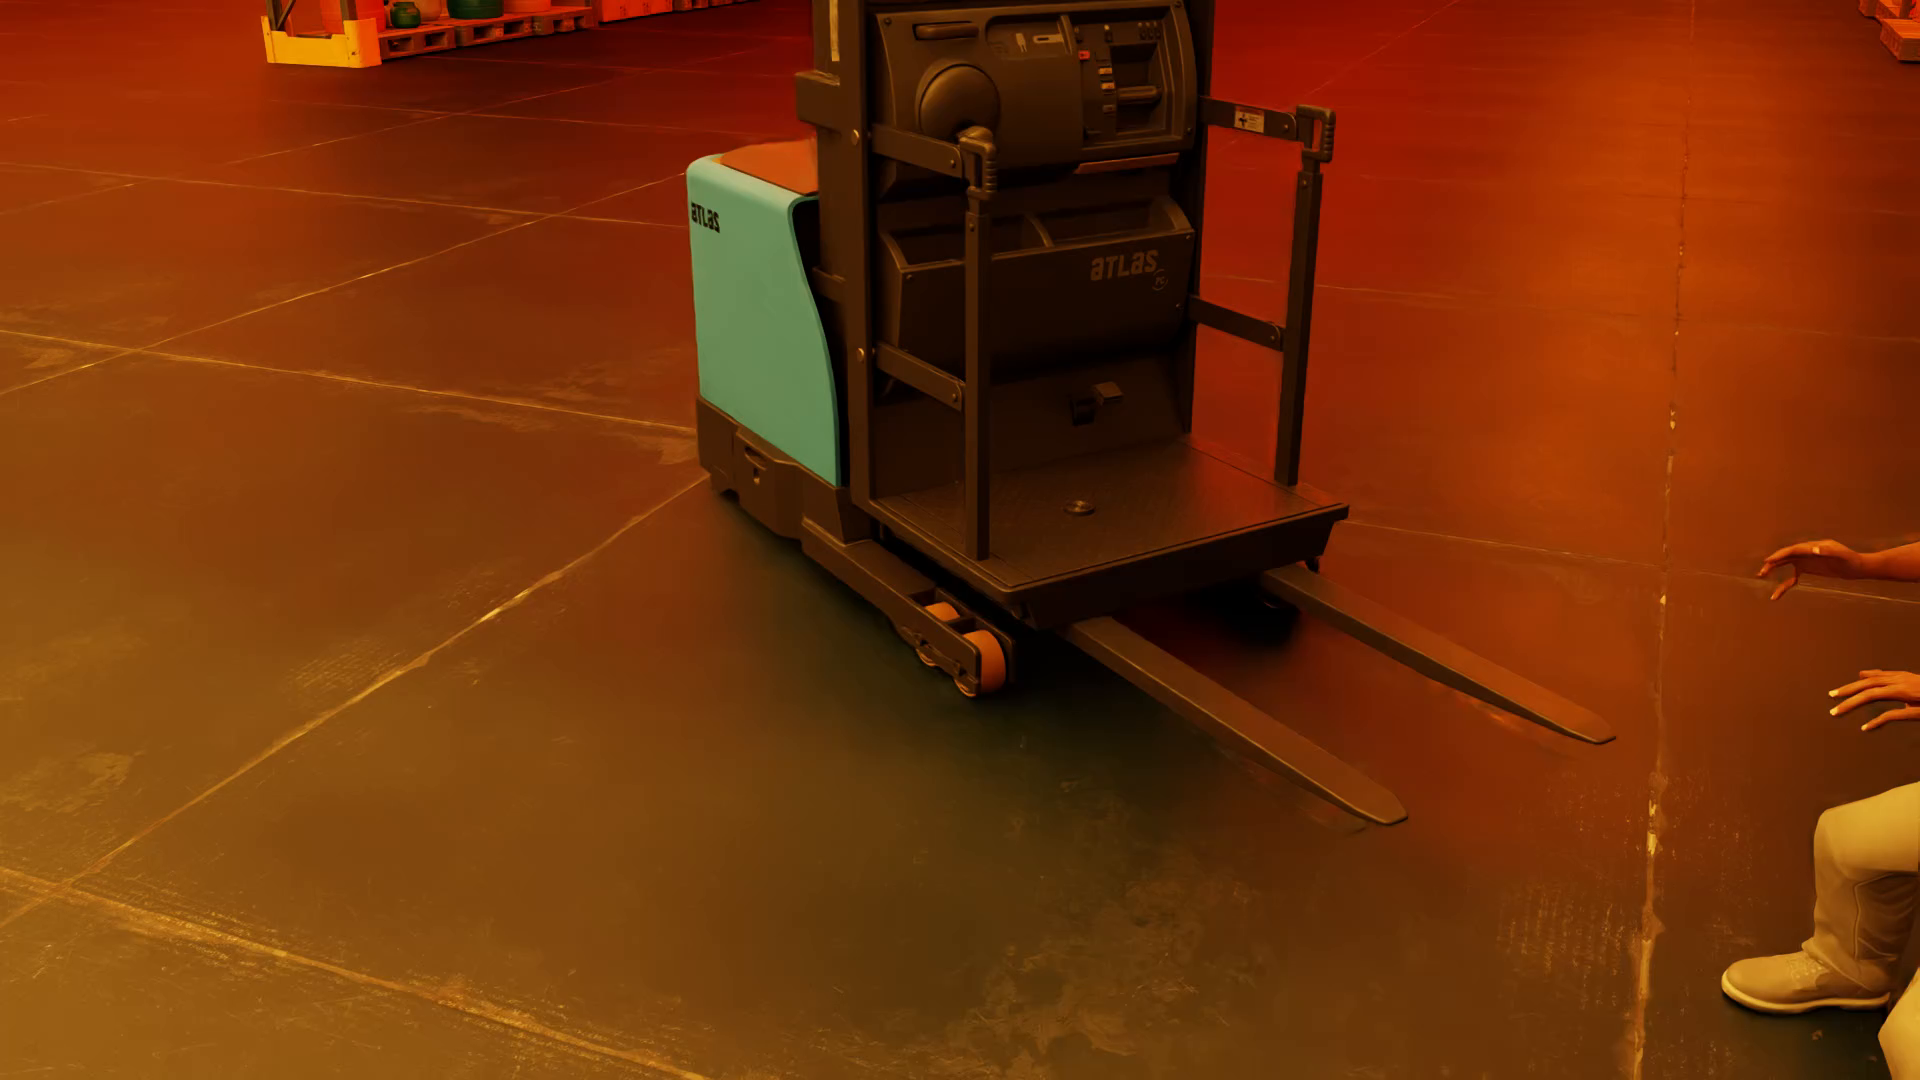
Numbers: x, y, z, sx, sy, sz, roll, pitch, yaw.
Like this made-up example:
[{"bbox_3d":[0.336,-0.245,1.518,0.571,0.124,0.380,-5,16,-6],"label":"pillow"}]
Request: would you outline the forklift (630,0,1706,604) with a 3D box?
[{"bbox_3d":[0.631,-1.378,4.588,3.031,2.935,1.130,0,23,-1],"label":"forklift"}]
